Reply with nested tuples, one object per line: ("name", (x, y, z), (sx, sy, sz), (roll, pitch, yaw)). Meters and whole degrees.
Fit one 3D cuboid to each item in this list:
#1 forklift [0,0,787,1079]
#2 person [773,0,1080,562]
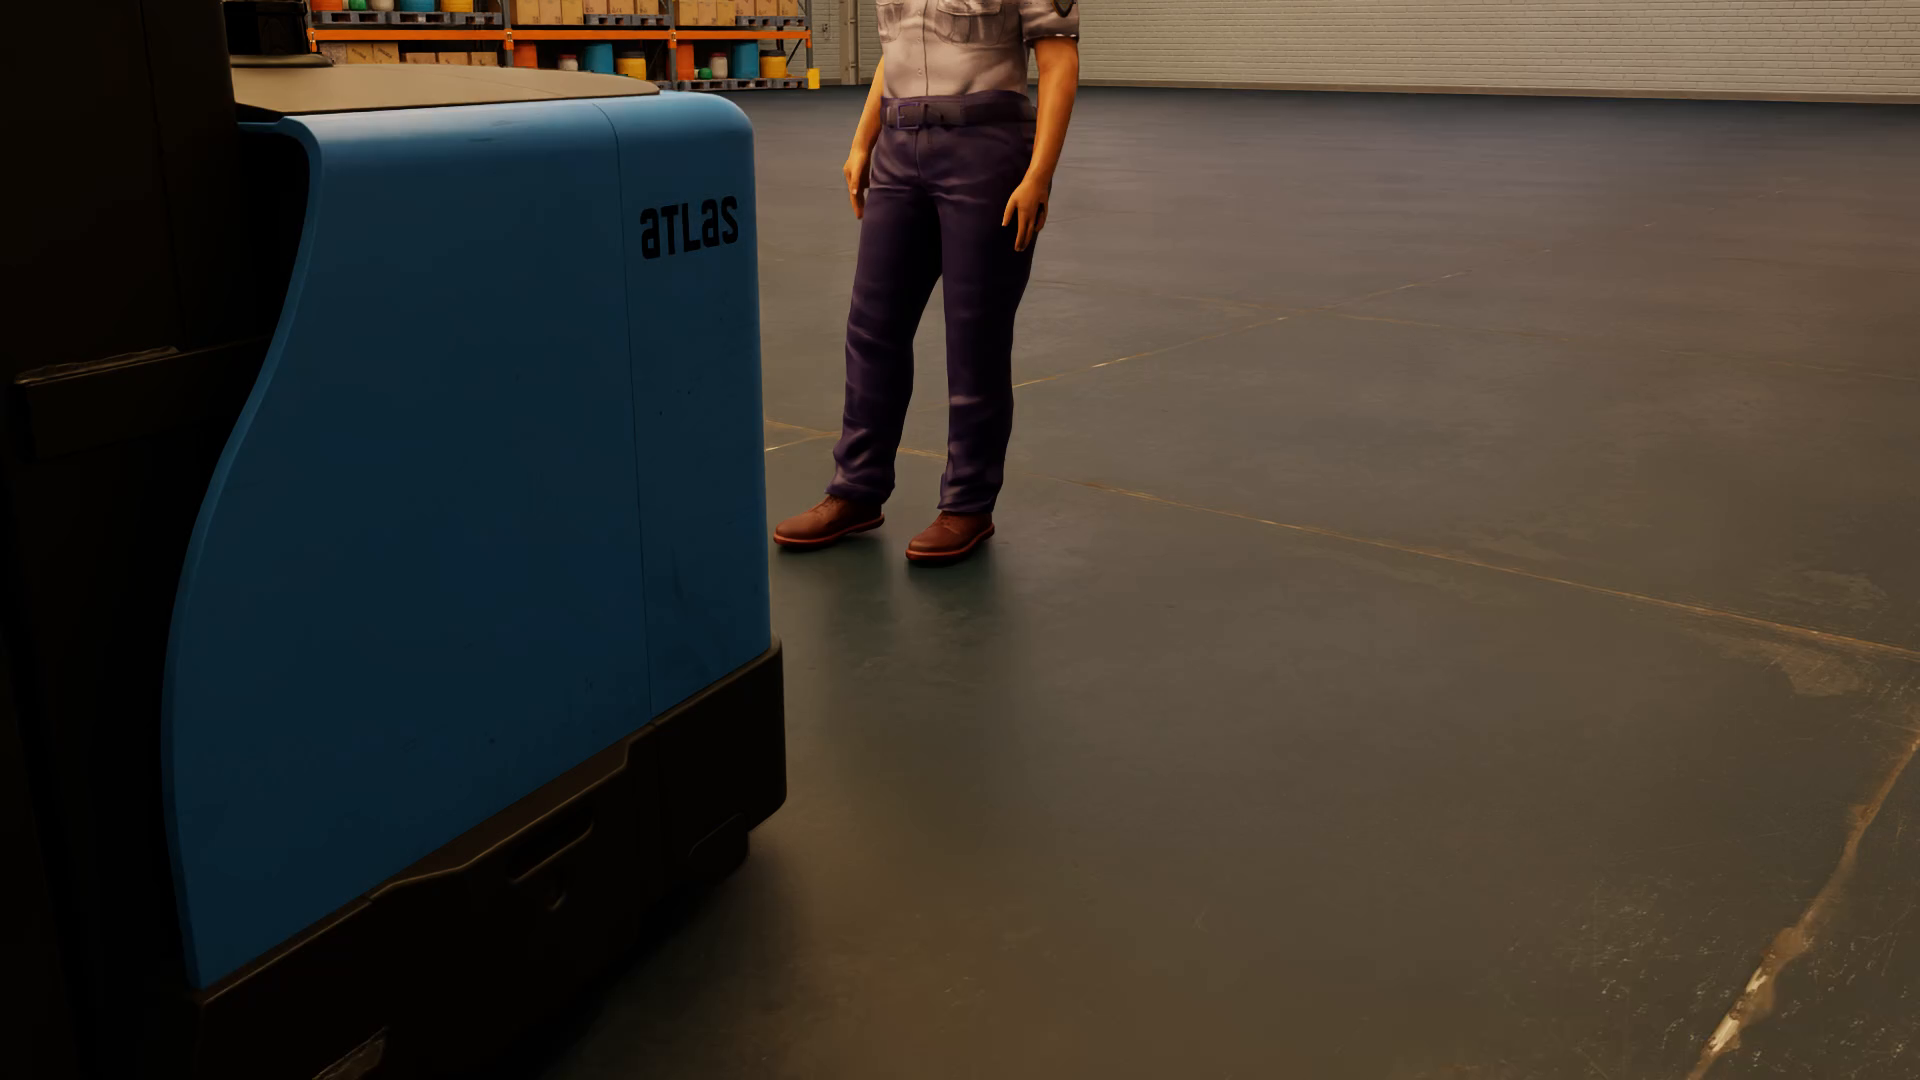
("forklift", (-1.348, -0.639, 1.000), (1.130, 2.935, 3.031), (8, 19, 24))
("person", (-0.074, -0.780, 3.648), (0.599, 1.650, 0.503), (13, 21, 37))
